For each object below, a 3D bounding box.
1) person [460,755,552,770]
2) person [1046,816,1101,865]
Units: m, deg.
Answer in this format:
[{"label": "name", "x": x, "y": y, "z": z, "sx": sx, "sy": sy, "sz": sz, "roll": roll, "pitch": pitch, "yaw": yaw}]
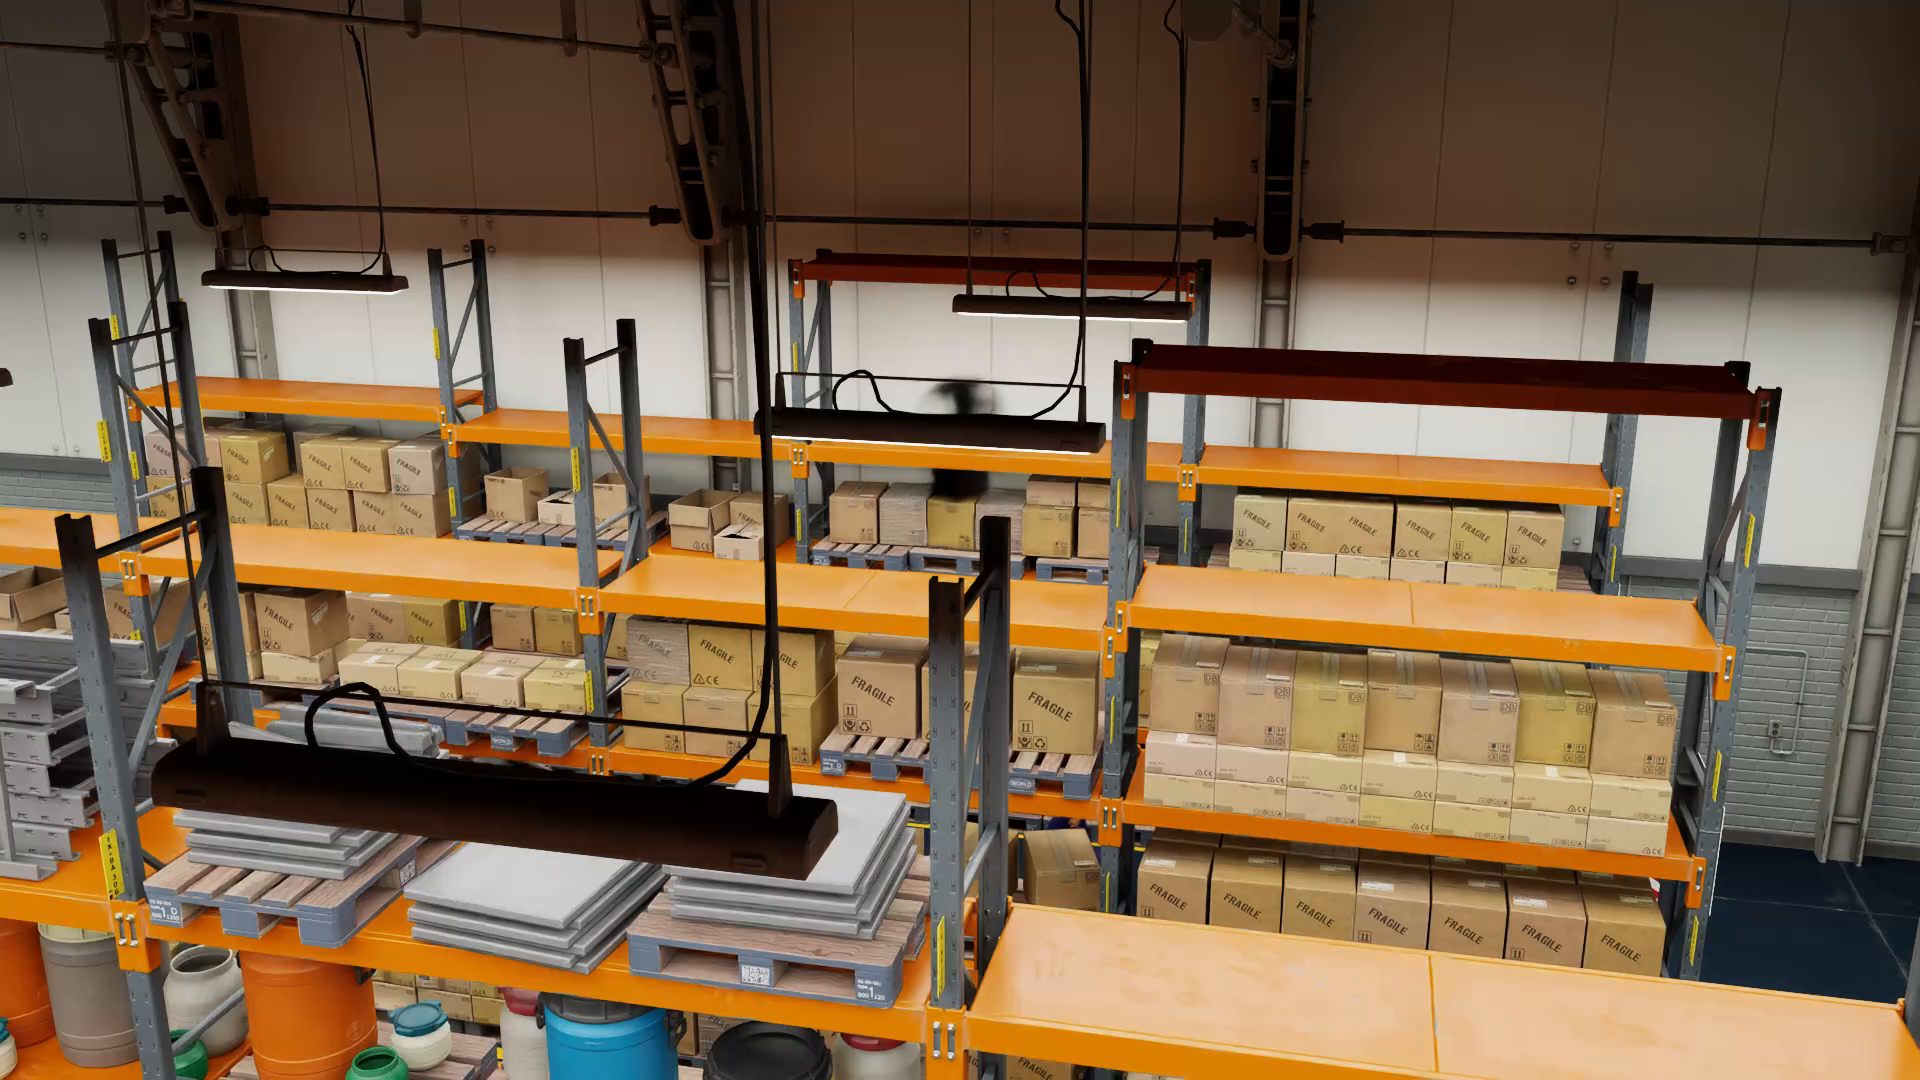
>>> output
[{"label": "person", "x": -4.547, "y": 2.688, "z": 16.508, "sx": 1.002, "sy": 1.476, "sz": 0.670, "roll": 7, "pitch": 18, "yaw": 23}, {"label": "person", "x": 1.067, "y": 2.734, "z": 16.090, "sx": 0.852, "sy": 1.681, "sz": 0.589, "roll": 3, "pitch": 17, "yaw": 9}]
